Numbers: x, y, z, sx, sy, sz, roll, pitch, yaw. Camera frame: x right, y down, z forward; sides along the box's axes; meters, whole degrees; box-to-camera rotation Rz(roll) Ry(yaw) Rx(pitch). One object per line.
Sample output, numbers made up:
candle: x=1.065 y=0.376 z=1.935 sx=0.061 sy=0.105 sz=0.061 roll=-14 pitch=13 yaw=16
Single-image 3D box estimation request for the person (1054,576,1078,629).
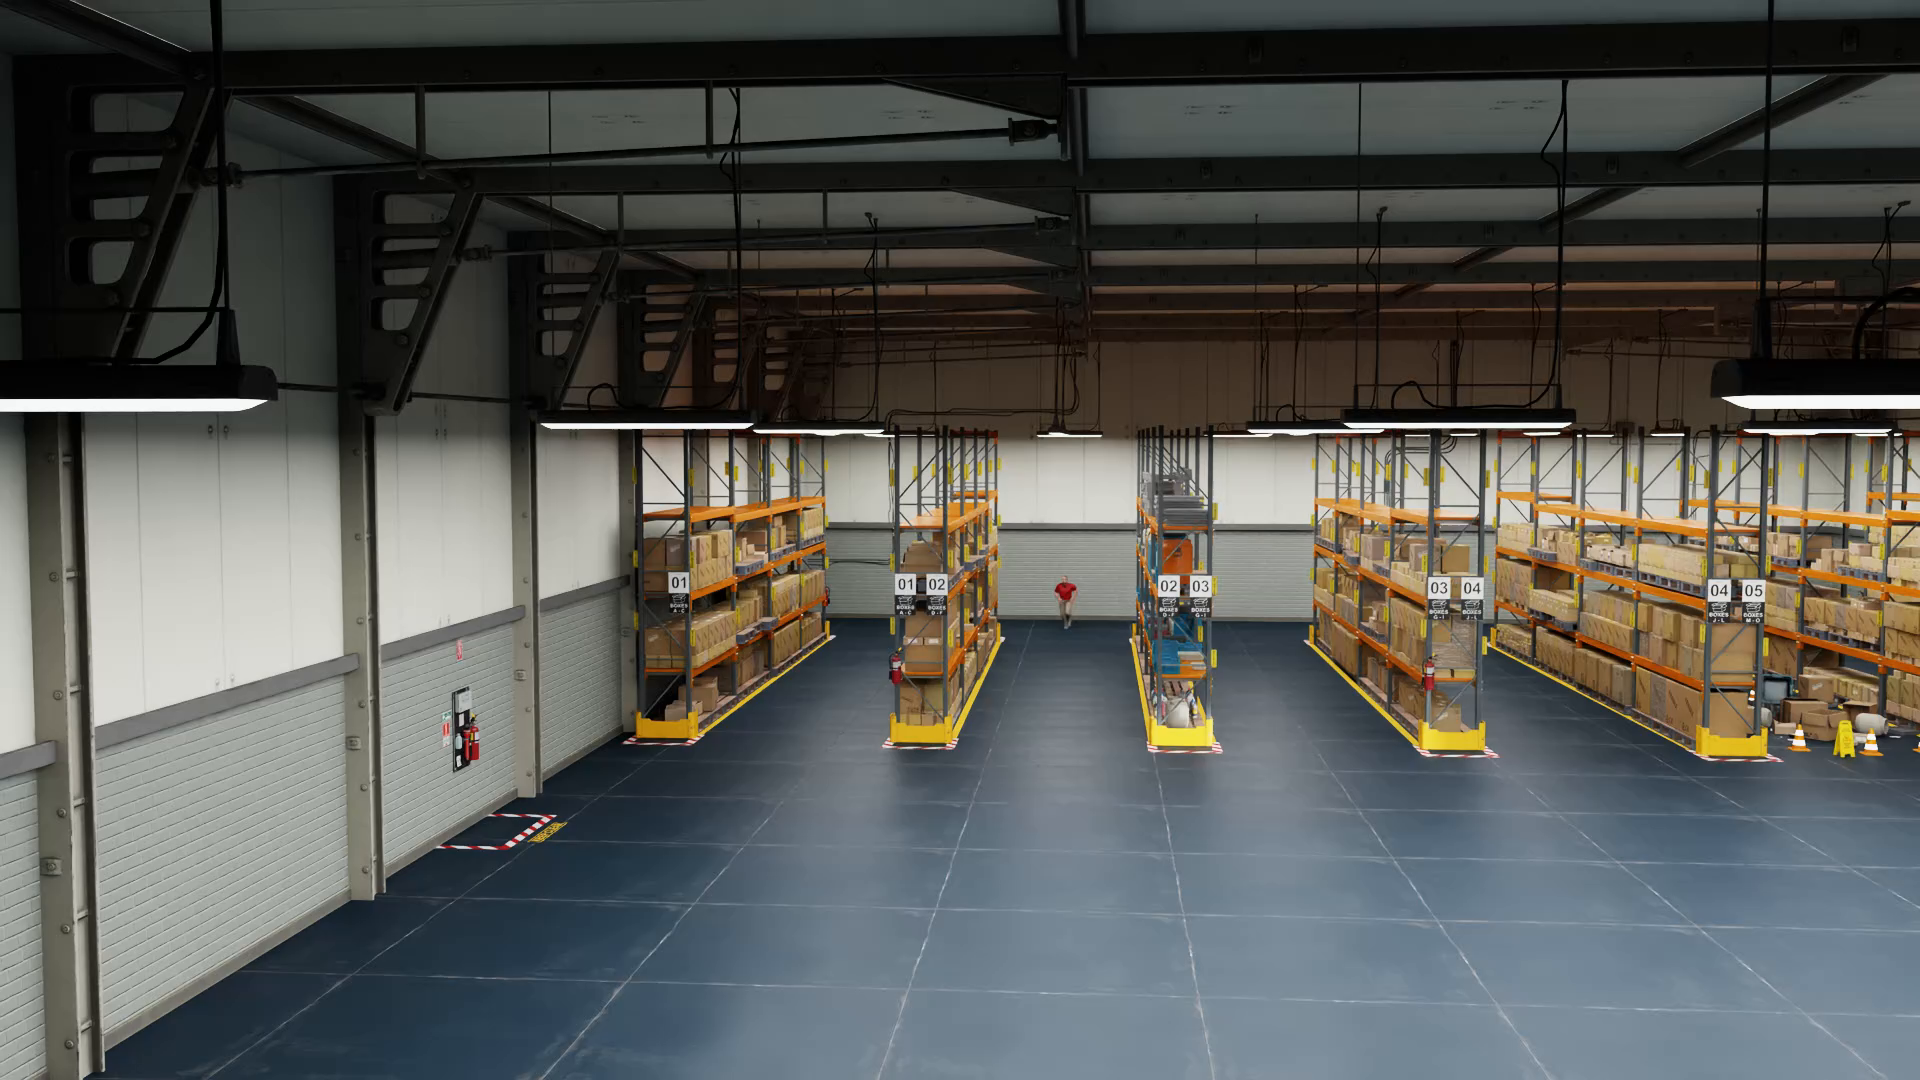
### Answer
person: x=3.217 y=1.886 z=50.335 sx=0.693 sy=1.637 sz=0.729 roll=1 pitch=4 yaw=14
